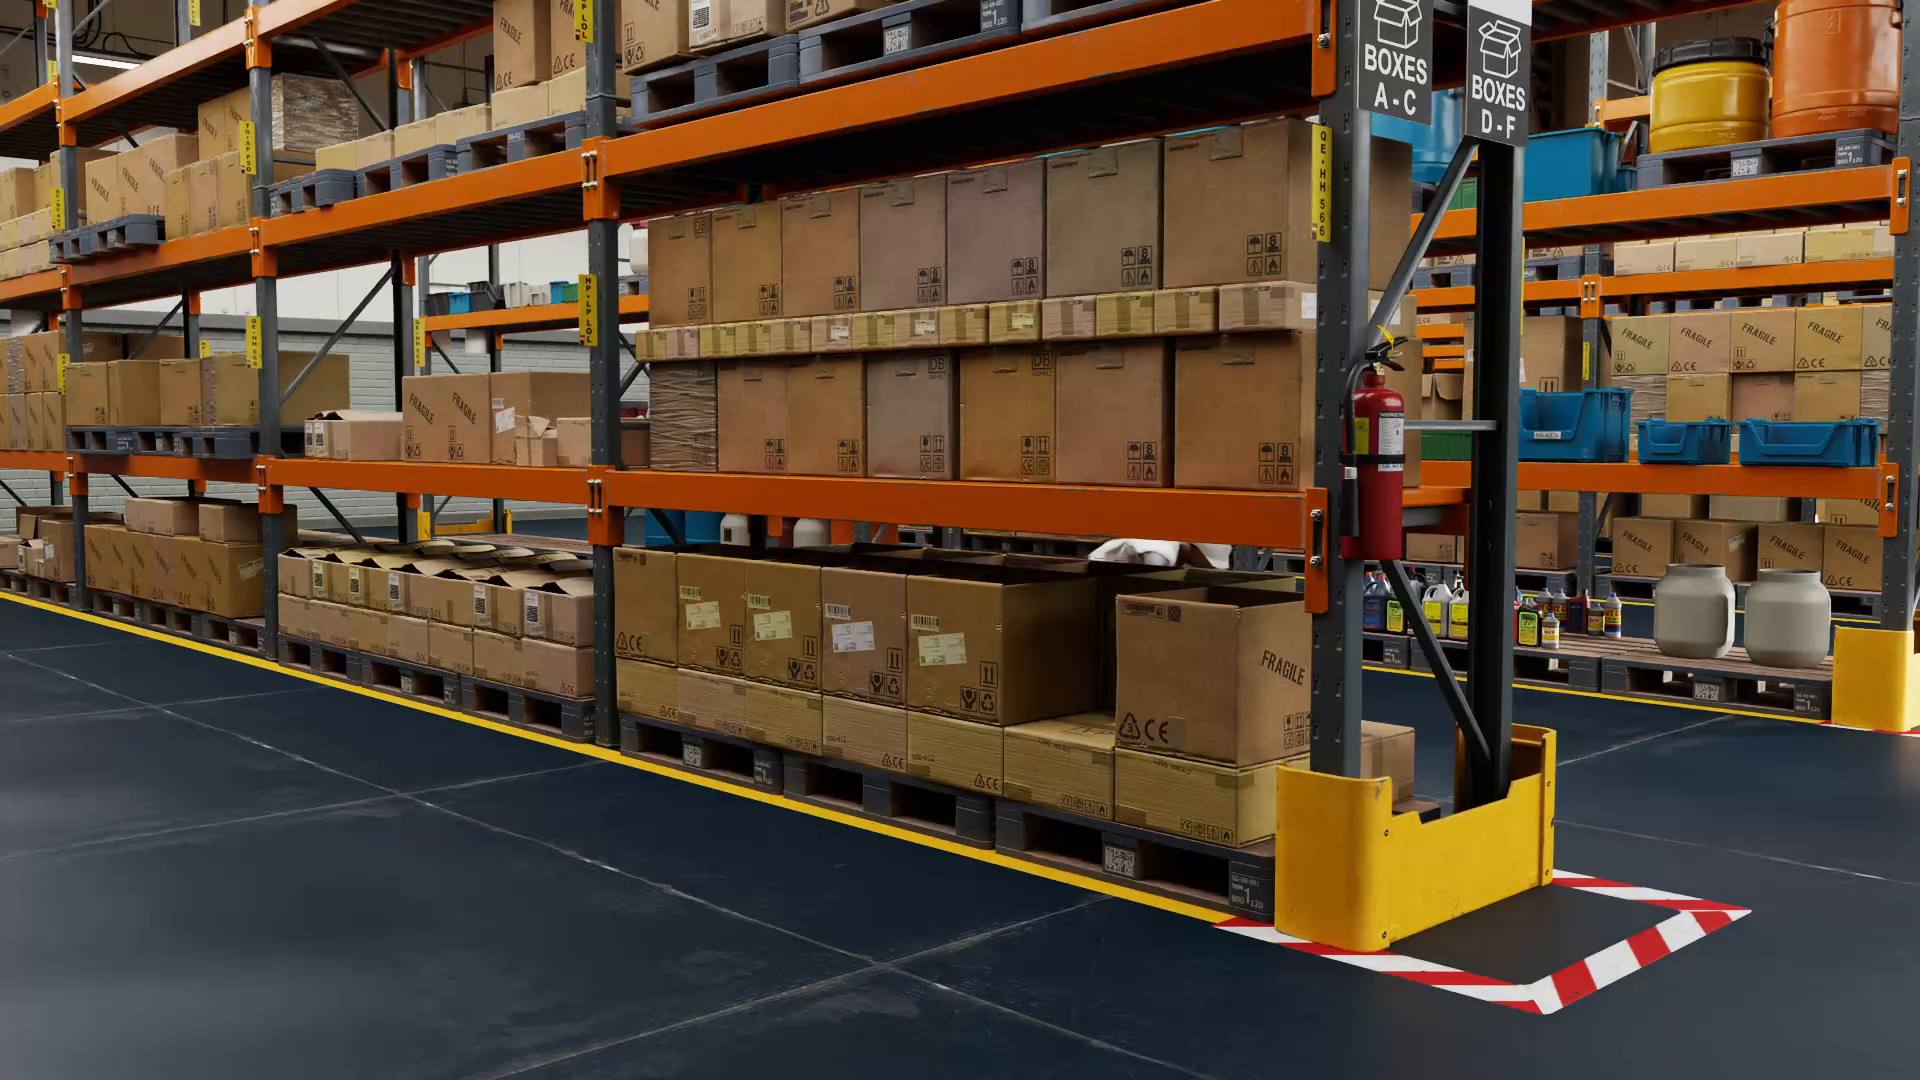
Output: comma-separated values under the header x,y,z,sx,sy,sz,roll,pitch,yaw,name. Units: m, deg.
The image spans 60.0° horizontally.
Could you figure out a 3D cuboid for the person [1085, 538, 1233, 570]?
x,y,z,sx,sy,sz,roll,pitch,yaw,name
1.100,0.384,9.266,0.953,0.994,0.541,4,5,44,person
